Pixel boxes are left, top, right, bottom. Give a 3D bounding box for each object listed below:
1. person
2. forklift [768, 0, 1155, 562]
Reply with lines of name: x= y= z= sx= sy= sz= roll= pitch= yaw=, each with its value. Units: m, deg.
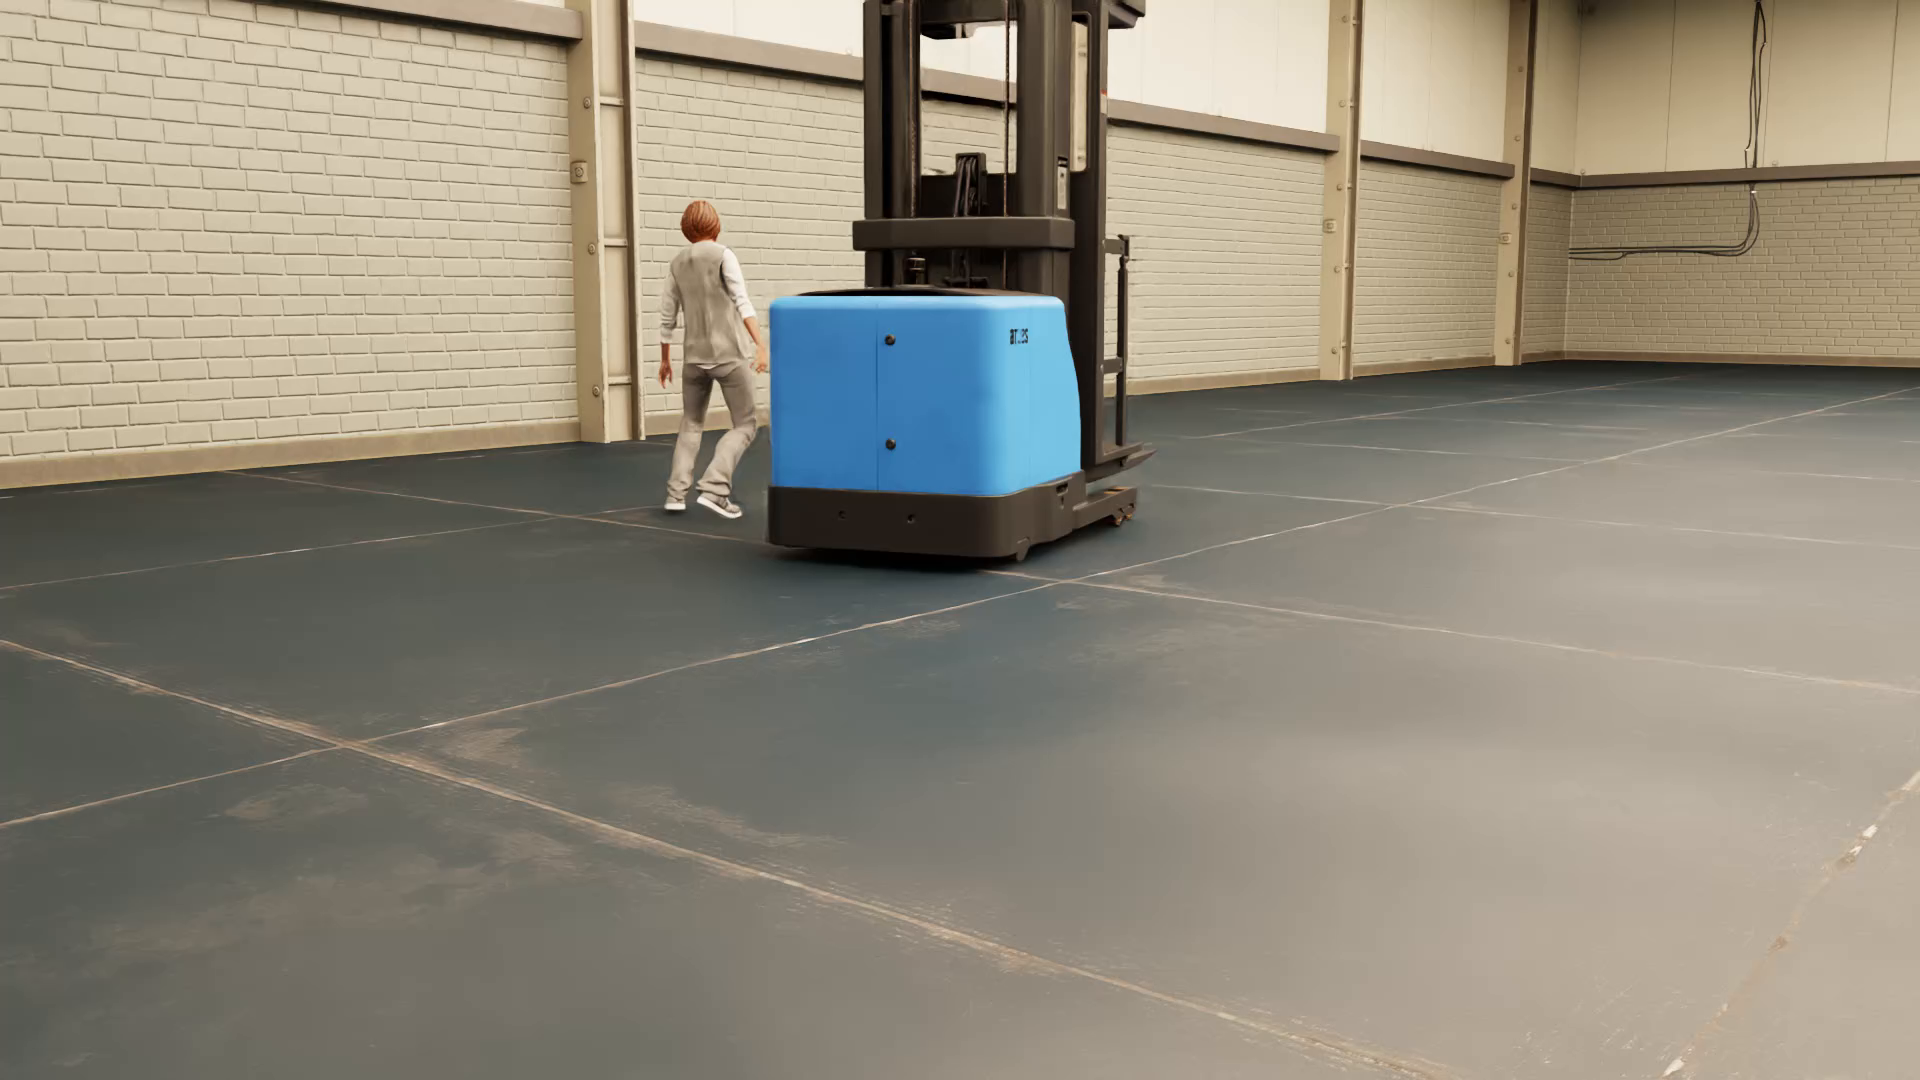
person: x=-1.225 y=-0.874 z=8.096 sx=0.743 sy=1.522 sz=0.442 roll=5 pitch=10 yaw=32
forklift: x=0.219 y=-1.538 z=7.792 sx=1.130 sy=2.935 sz=3.031 roll=3 pitch=9 yaw=21
